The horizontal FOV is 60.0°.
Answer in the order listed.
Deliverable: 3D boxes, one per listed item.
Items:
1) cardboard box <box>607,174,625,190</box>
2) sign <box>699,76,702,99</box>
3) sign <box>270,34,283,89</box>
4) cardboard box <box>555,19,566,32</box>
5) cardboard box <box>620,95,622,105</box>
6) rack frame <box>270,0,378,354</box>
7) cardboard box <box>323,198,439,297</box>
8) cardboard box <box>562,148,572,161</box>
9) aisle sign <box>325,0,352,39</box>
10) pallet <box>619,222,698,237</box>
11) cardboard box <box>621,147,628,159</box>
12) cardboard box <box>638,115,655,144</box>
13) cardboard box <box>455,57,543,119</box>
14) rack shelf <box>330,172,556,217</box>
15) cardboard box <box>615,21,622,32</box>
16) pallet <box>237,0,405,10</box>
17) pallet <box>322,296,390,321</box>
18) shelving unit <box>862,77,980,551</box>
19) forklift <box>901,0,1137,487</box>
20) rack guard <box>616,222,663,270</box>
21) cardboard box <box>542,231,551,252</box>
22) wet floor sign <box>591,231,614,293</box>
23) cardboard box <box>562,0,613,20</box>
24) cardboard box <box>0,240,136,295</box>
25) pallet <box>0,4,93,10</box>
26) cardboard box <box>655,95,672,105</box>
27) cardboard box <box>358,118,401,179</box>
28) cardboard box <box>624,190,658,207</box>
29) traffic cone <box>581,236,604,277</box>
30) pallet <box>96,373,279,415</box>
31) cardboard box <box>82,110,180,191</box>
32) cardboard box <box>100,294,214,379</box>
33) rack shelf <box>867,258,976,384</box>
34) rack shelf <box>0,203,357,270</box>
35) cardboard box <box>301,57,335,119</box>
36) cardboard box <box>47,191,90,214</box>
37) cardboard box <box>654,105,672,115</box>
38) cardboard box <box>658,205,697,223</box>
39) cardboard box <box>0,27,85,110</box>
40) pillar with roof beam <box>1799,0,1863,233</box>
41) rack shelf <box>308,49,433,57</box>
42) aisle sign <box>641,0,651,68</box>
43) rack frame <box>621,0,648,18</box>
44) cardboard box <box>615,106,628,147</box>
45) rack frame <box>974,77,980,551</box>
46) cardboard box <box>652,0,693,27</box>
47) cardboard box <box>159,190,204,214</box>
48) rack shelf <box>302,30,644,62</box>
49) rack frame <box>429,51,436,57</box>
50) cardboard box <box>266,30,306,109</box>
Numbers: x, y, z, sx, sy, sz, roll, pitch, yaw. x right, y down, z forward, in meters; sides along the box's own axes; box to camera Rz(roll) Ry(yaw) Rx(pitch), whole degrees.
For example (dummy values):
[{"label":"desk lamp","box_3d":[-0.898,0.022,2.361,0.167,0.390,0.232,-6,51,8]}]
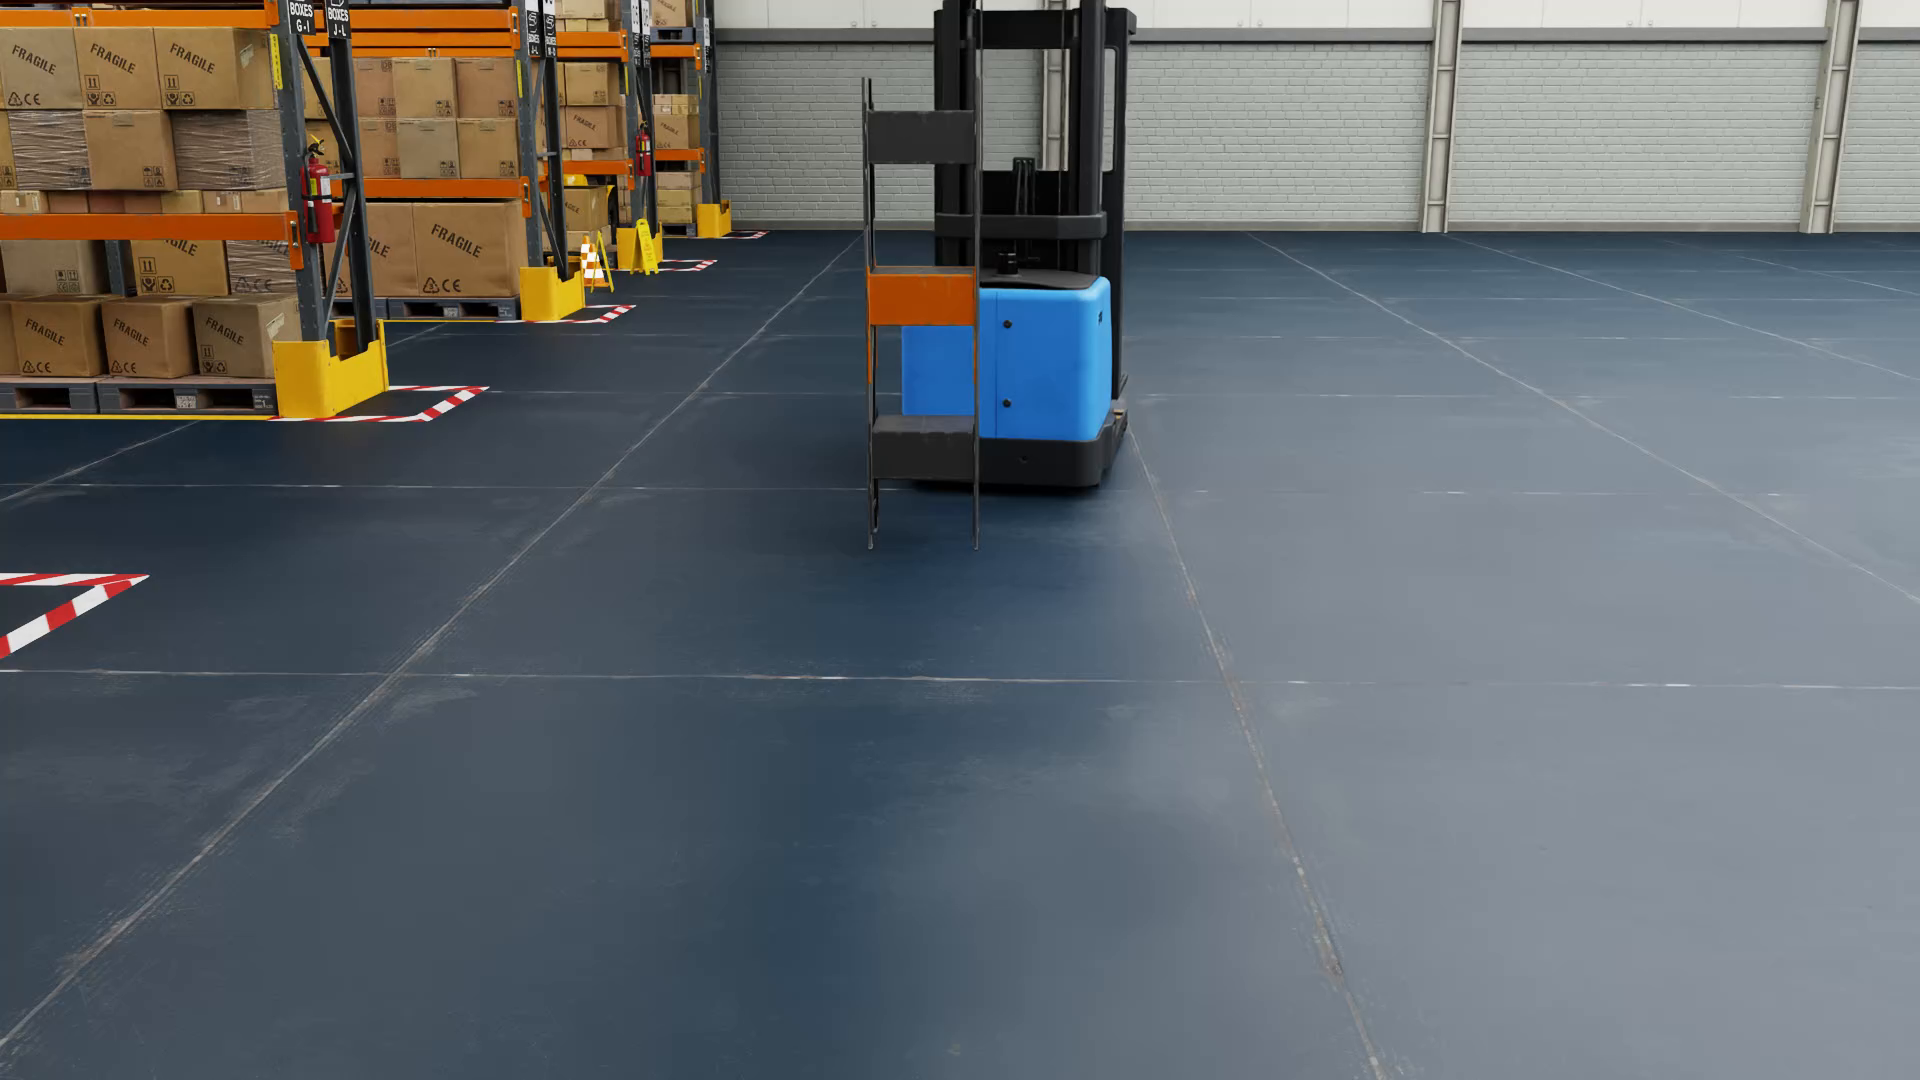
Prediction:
[{"label":"cardboard box","box_3d":[-5.310,-5.469,25.297,0.500,0.250,0.500,1,15,2]},{"label":"sign","box_3d":[-3.855,-6.722,24.705,0.005,0.325,0.100,0,15,1]},{"label":"sign","box_3d":[-4.237,-2.964,10.307,0.005,0.325,0.100,0,15,1]},{"label":"cardboard box","box_3d":[-4.828,-6.184,20.011,0.250,0.149,0.380,1,15,3]},{"label":"cardboard box","box_3d":[-5.210,-6.623,25.013,0.250,0.149,0.380,1,15,3]},{"label":"rack frame","box_3d":[-4.203,-2.393,11.031,0.127,3.000,1.000,0,15,1]},{"label":"cardboard box","box_3d":[-5.535,-2.826,16.012,0.875,0.875,0.875,0,15,1]},{"label":"cardboard box","box_3d":[-4.841,-4.727,20.370,0.250,0.149,0.380,0,15,0]},{"label":"aisle sign","box_3d":[-4.133,-3.726,10.987,0.004,0.787,0.394,0,15,1]},{"label":"pallet","box_3d":[-4.592,-4.832,25.742,1.213,0.211,1.003,0,15,1]},{"label":"cardboard box","box_3d":[-4.284,-4.854,20.850,0.250,0.149,0.380,0,15,2]},{"label":"cardboard box","box_3d":[-4.844,-6.177,25.175,0.500,0.500,0.500,1,15,3]},{"label":"cardboard box","box_3d":[-4.345,-4.264,15.712,0.550,0.550,0.875,0,15,1]},{"label":"rack shelf","box_3d":[-5.975,-3.323,15.963,4.000,0.370,1.077,0,15,1]},{"label":"cardboard box","box_3d":[-4.273,-6.334,20.581,0.250,0.149,0.380,0,15,1]},{"label":"pallet","box_3d":[-5.940,-5.074,15.487,1.213,0.211,1.003,0,15,1]},{"label":"pallet","box_3d":[-5.993,-2.303,16.155,1.213,0.211,1.003,0,15,1]},{"label":"shelving unit","box_3d":[-0.165,-1.016,7.576,0.503,2.100,0.431,0,15,1]},{"label":"forklift","box_3d":[0.437,-2.021,9.753,1.130,2.935,3.031,2,15,9]},{"label":"rack guard","box_3d":[-4.026,-3.712,20.930,0.348,0.500,1.175,0,15,1]},{"label":"cardboard box","box_3d":[-5.283,-3.736,20.687,0.500,0.250,0.500,0,15,2]},{"label":"wet floor sign","box_3d":[-3.896,-3.024,18.036,0.232,0.644,0.267,-2,15,-8]},{"label":"cardboard box","box_3d":[-4.468,-6.377,19.960,0.500,0.250,0.500,0,15,1]},{"label":"cardboard box","box_3d":[-8.597,-2.780,16.083,0.750,0.750,1.050,0,15,1]},{"label":"pallet","box_3d":[-8.892,-5.035,15.538,1.217,0.209,0.805,0,15,-1]},{"label":"cardboard box","box_3d":[-4.438,-6.634,25.055,0.250,0.149,0.380,0,15,2]},{"label":"cardboard box","box_3d":[-5.454,-3.754,15.896,0.550,0.550,0.875,0,15,1]},{"label":"cardboard box","box_3d":[-4.823,-5.231,25.374,0.500,0.250,0.500,0,15,1]},{"label":"traffic cone","box_3d":[-4.413,-3.368,19.697,0.334,0.463,0.336,0,15,1]},{"label":"pallet","box_3d":[-5.090,-1.060,11.442,1.213,0.211,1.003,0,15,1]},{"label":"cardboard box","box_3d":[-5.255,-2.569,10.916,0.500,0.500,0.875,0,15,1]},{"label":"cardboard box","box_3d":[-5.425,-1.391,11.309,0.500,0.500,0.500,4,15,16]},{"label":"rack shelf","box_3d":[-0.165,-1.003,7.580,0.480,0.518,0.431,0,15,1]},{"label":"rack shelf","box_3d":[-6.202,-2.058,11.172,4.000,0.370,1.077,0,15,1]},{"label":"cardboard box","box_3d":[-5.987,-4.253,15.669,0.500,0.550,0.875,0,15,1]},{"label":"cardboard box","box_3d":[-5.743,-2.225,10.885,0.250,0.149,0.380,0,15,1]},{"label":"cardboard box","box_3d":[-4.437,-6.473,25.027,0.250,0.149,0.380,1,15,2]},{"label":"cardboard box","box_3d":[-4.305,-4.982,25.411,0.500,0.250,0.500,0,15,2]},{"label":"cardboard box","box_3d":[-5.759,-3.015,10.649,0.500,0.500,0.500,0,15,1]},{"label":"pillar with roof beam","box_3d":[13.384,-8.106,20.925,0.400,9.000,9.100,0,15,1]},{"label":"rack shelf","box_3d":[-9.825,-7.328,25.265,4.000,0.370,1.077,0,15,1]},{"label":"aisle sign","box_3d":[-3.880,-6.256,20.576,0.004,0.787,0.394,0,15,1]},{"label":"rack frame","box_3d":[-3.950,-7.821,19.844,0.127,3.000,1.000,0,15,1]},{"label":"cardboard box","box_3d":[-4.416,-5.186,20.839,0.500,0.500,0.500,0,15,1]},{"label":"rack frame","box_3d":[0.078,-1.015,7.570,0.015,2.100,0.400,0,15,1]},{"label":"cardboard box","box_3d":[-4.276,-7.877,24.721,0.500,0.500,0.500,1,15,3]},{"label":"cardboard box","box_3d":[-4.994,-2.211,10.833,0.250,0.149,0.380,0,15,1]},{"label":"rack shelf","box_3d":[-5.949,-6.036,20.368,4.000,0.370,1.077,0,15,1]},{"label":"rack frame","box_3d":[-7.826,-6.212,25.506,0.127,3.000,1.000,0,15,1]},{"label":"cardboard box","box_3d":[-4.746,-3.142,11.129,0.500,0.500,0.500,0,15,1]}]
